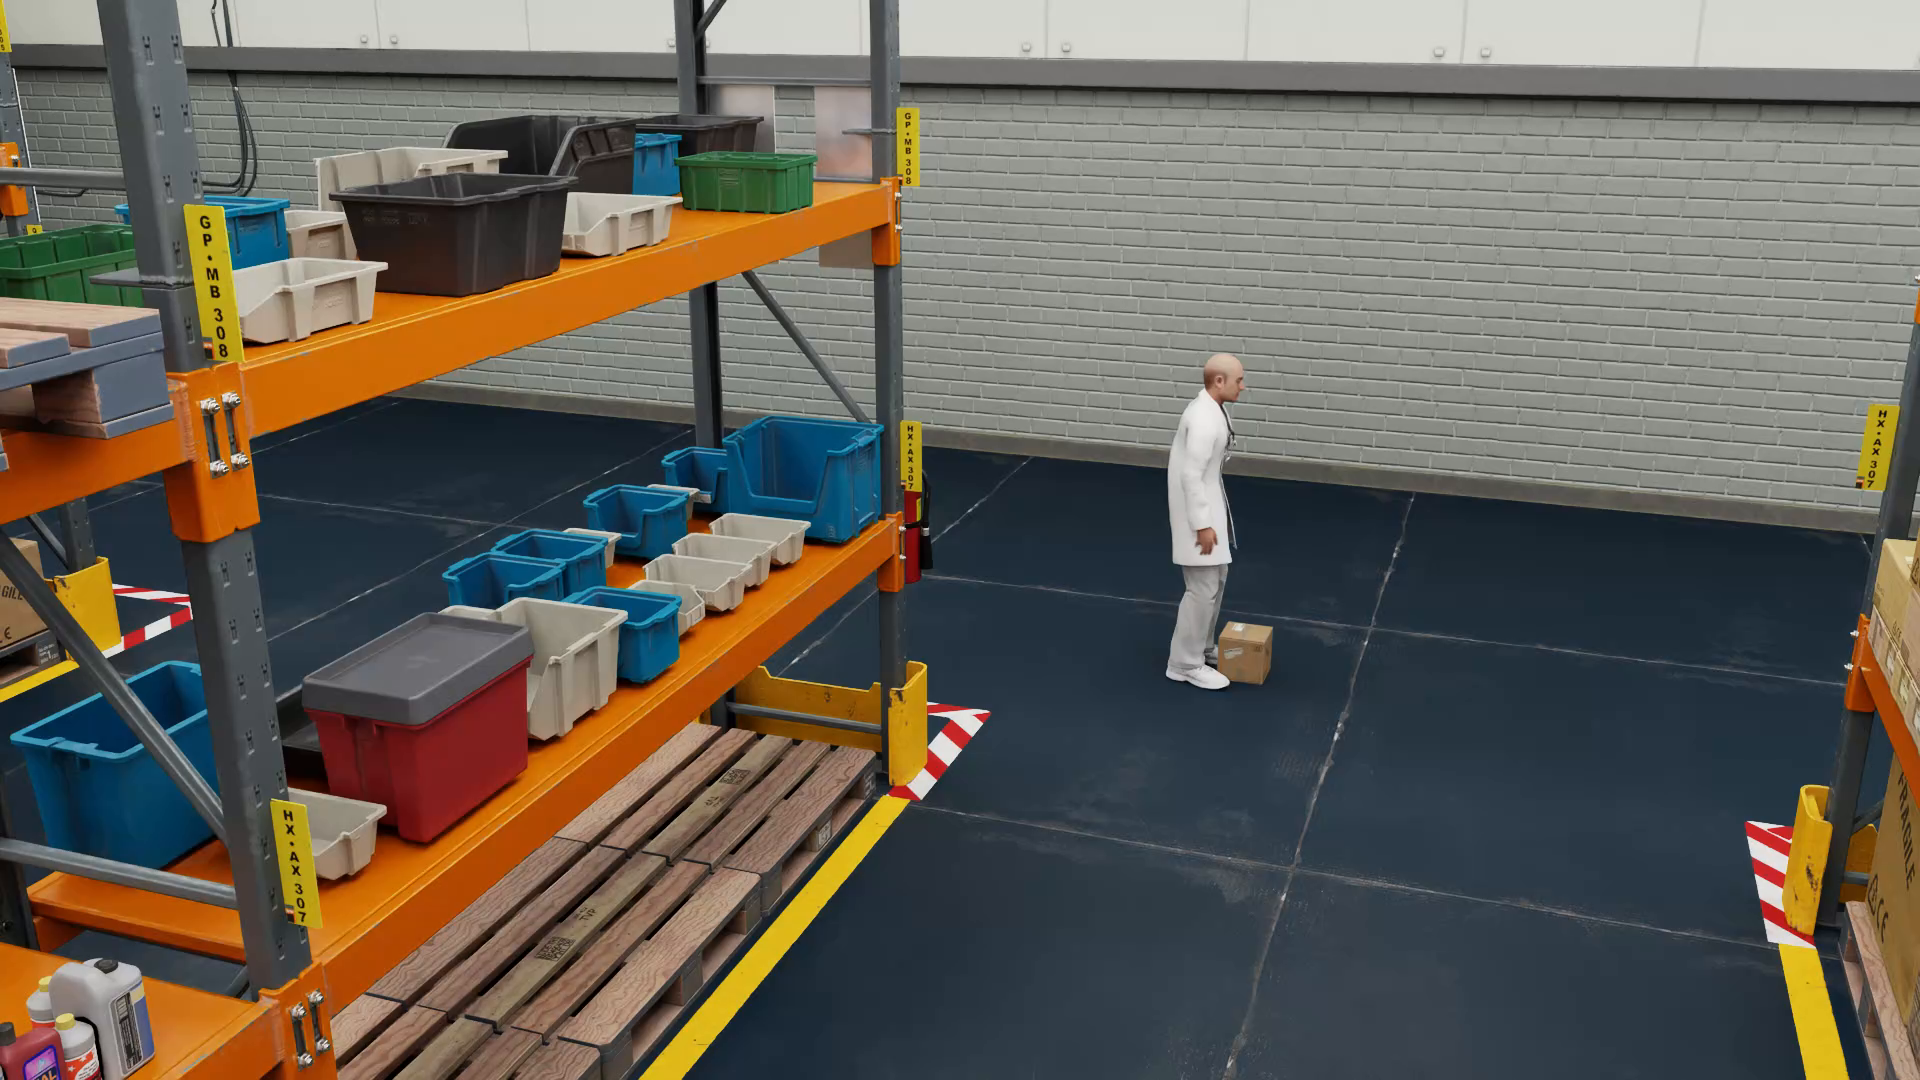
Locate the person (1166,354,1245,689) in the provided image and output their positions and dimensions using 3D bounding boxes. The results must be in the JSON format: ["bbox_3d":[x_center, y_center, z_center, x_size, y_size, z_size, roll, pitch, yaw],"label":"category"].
[{"bbox_3d":[1.329,-0.129,8.974,0.429,1.772,0.647,5,19,15],"label":"person"}]
